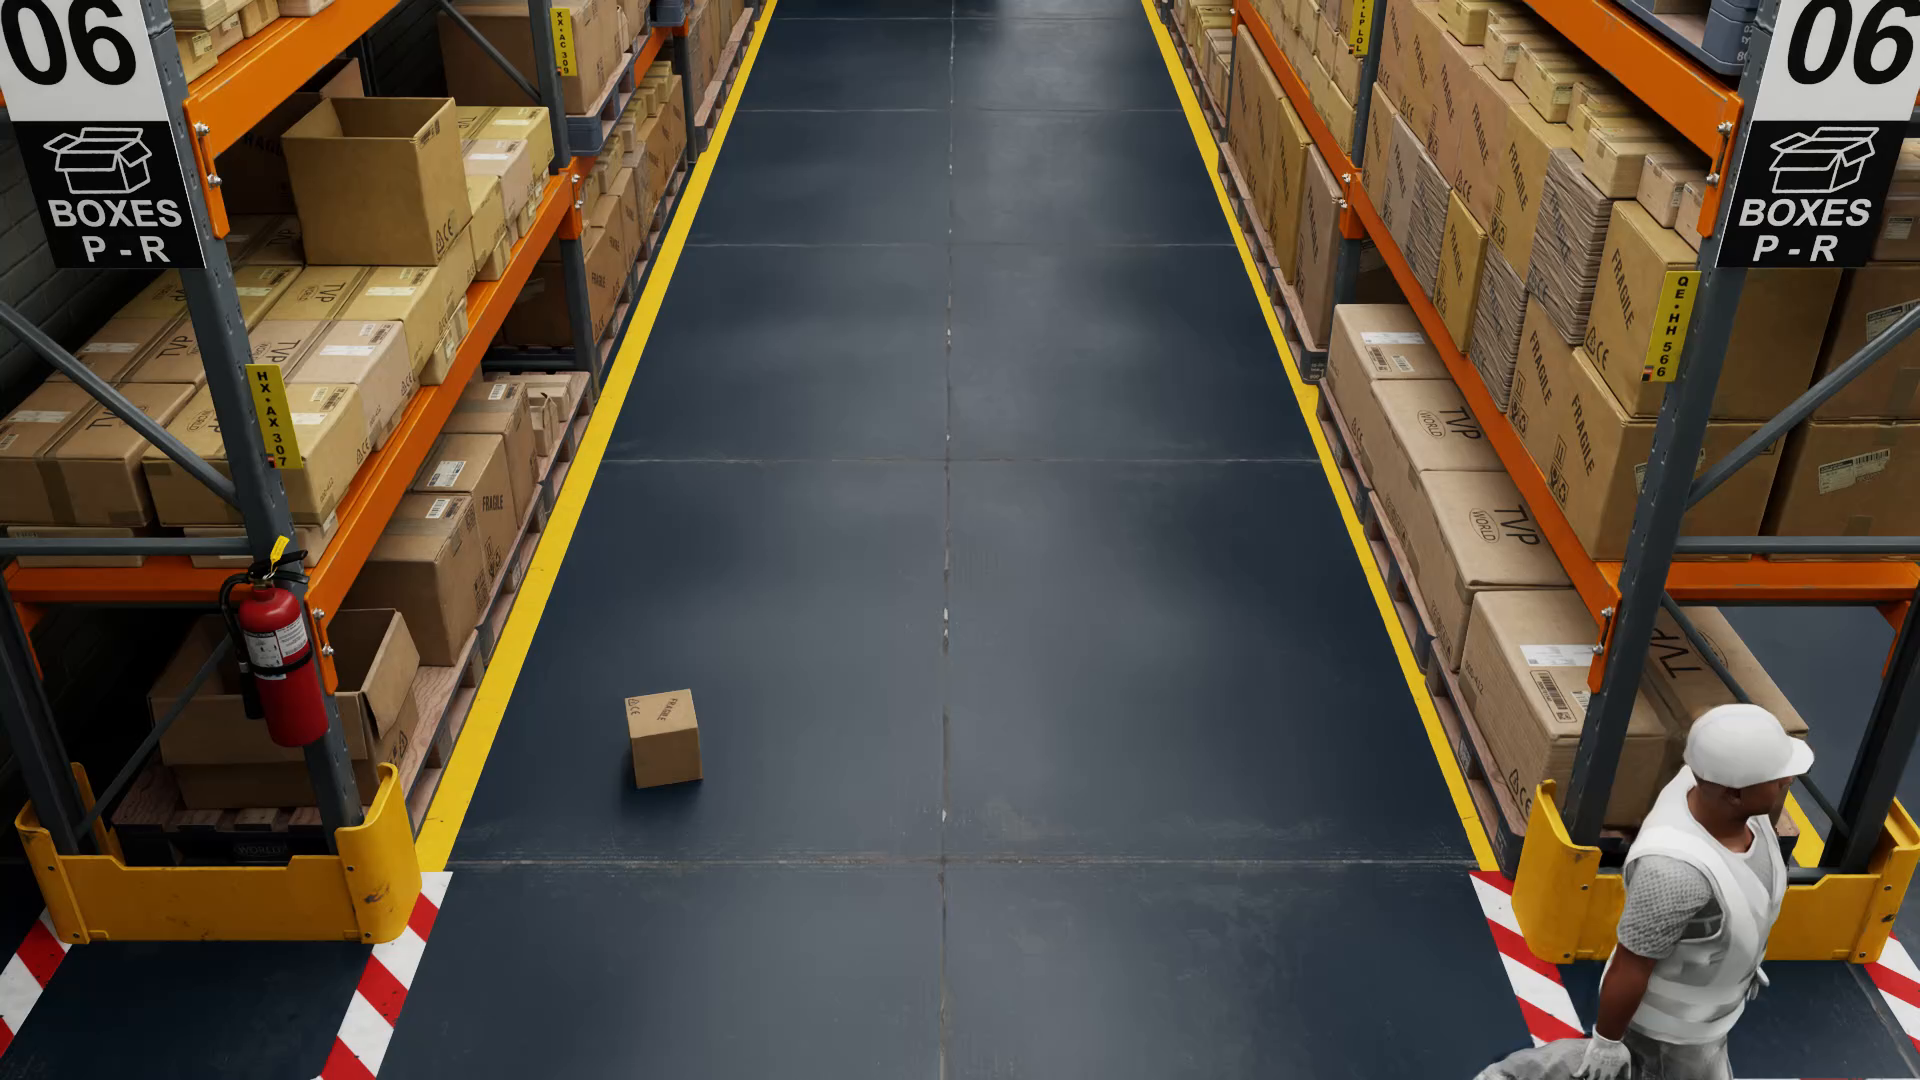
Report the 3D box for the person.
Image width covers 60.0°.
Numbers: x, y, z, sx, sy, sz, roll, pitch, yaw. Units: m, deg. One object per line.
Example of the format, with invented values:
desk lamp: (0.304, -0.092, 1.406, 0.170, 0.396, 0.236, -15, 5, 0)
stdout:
person: (1.838, 1.153, 4.212, 0.978, 1.757, 0.608, 21, 37, 30)
